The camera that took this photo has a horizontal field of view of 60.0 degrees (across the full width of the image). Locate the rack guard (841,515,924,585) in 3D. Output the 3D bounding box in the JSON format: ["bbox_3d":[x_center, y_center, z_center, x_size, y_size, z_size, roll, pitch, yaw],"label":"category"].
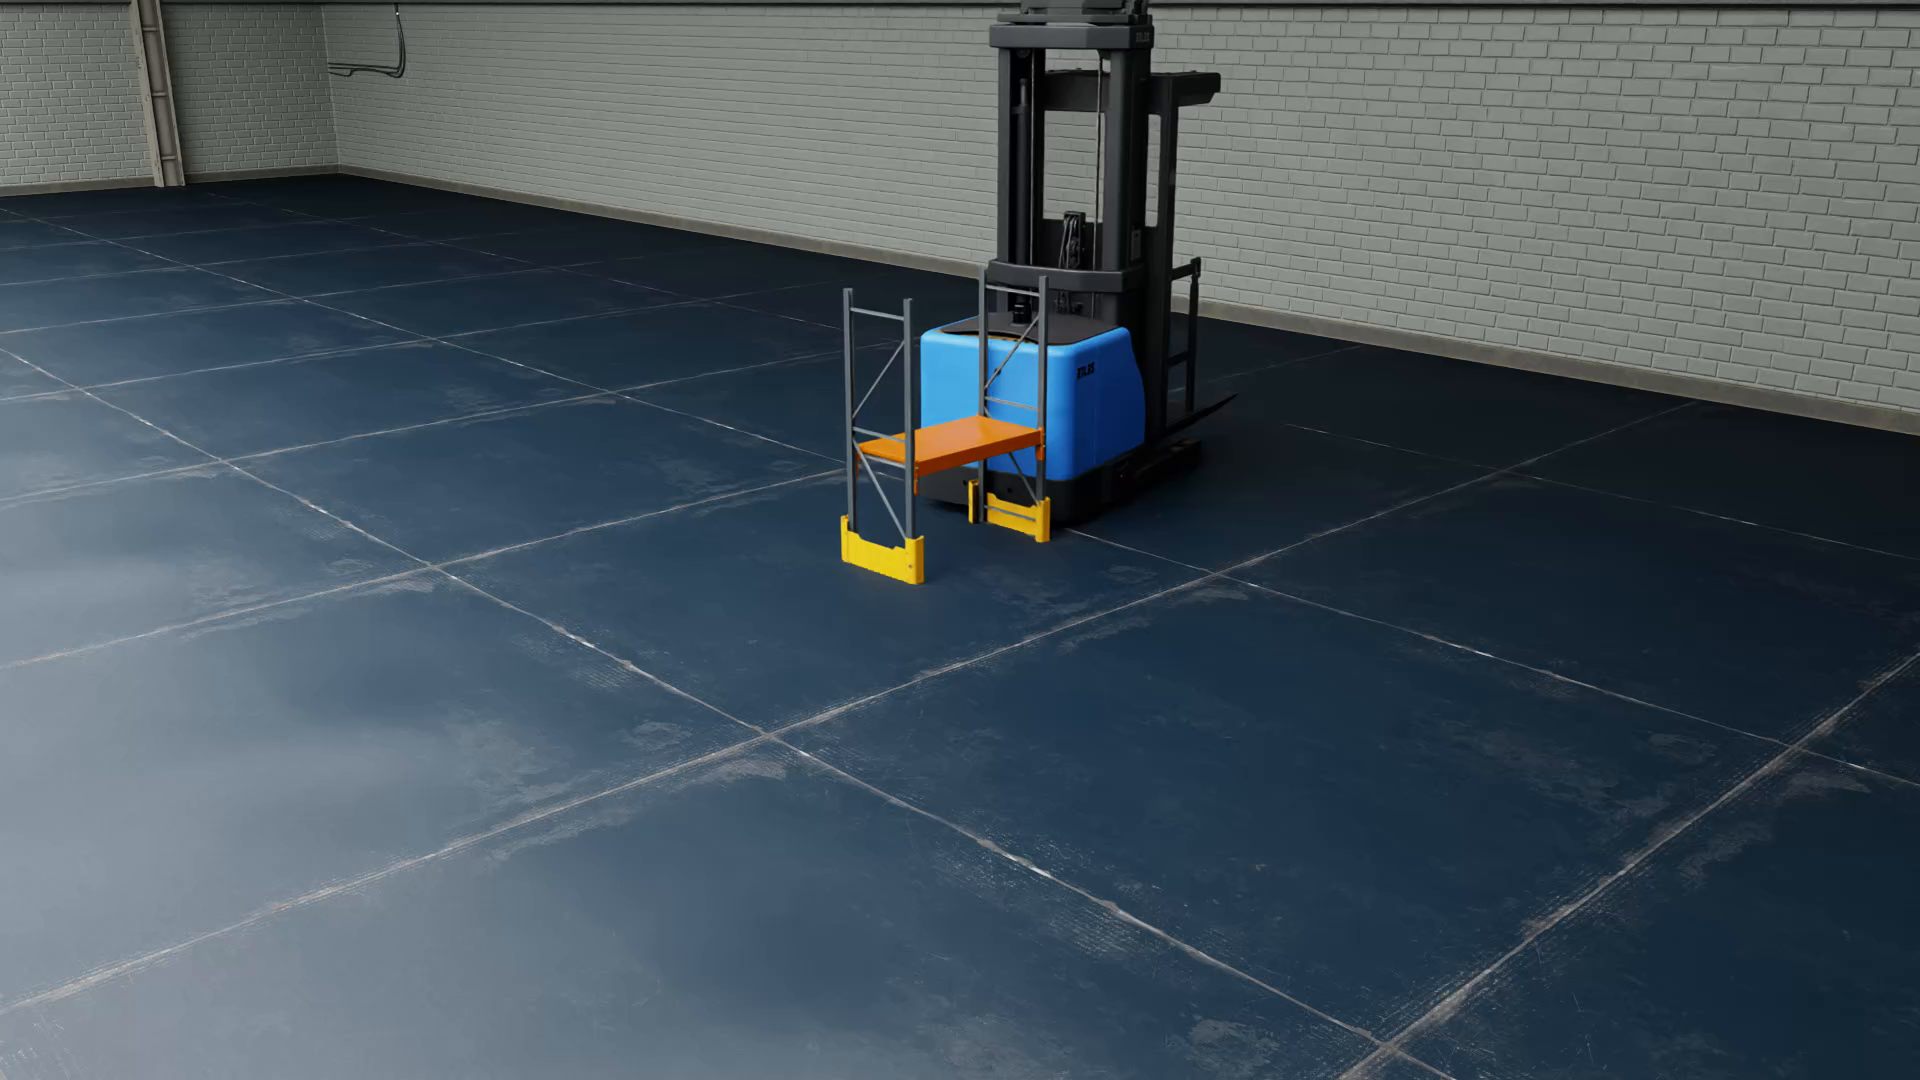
[{"bbox_3d":[-0.419,0.049,8.929,0.587,0.250,0.087,17,25,42],"label":"rack guard"}]

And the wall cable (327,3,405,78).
[{"bbox_3d":[-10.106,-9.036,27.797,0.112,2.526,3.097,-16,24,-41],"label":"wall cable"}]

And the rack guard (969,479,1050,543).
[{"bbox_3d":[0.282,-0.170,9.602,0.587,0.250,0.087,17,25,42],"label":"rack guard"}]

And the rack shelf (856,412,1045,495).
[{"bbox_3d":[-0.062,-0.486,9.135,0.538,0.185,1.000,17,25,42],"label":"rack shelf"}]

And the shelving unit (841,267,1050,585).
[{"bbox_3d":[-0.068,-0.655,9.073,0.587,1.500,1.083,17,25,42],"label":"shelving unit"}]

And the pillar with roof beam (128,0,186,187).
[{"bbox_3d":[-10.198,-9.220,23.331,0.400,9.000,9.100,-16,24,-41],"label":"pillar with roof beam"}]

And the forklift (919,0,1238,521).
[{"bbox_3d":[0.947,-1.907,10.615,1.130,2.935,3.031,11,21,30],"label":"forklift"}]

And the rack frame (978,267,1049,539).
[{"bbox_3d":[0.295,-0.768,9.423,0.500,1.500,0.032,17,25,42],"label":"rack frame"}]

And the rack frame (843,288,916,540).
[{"bbox_3d":[-0.420,-0.545,8.735,0.500,1.500,0.032,17,25,42],"label":"rack frame"}]
